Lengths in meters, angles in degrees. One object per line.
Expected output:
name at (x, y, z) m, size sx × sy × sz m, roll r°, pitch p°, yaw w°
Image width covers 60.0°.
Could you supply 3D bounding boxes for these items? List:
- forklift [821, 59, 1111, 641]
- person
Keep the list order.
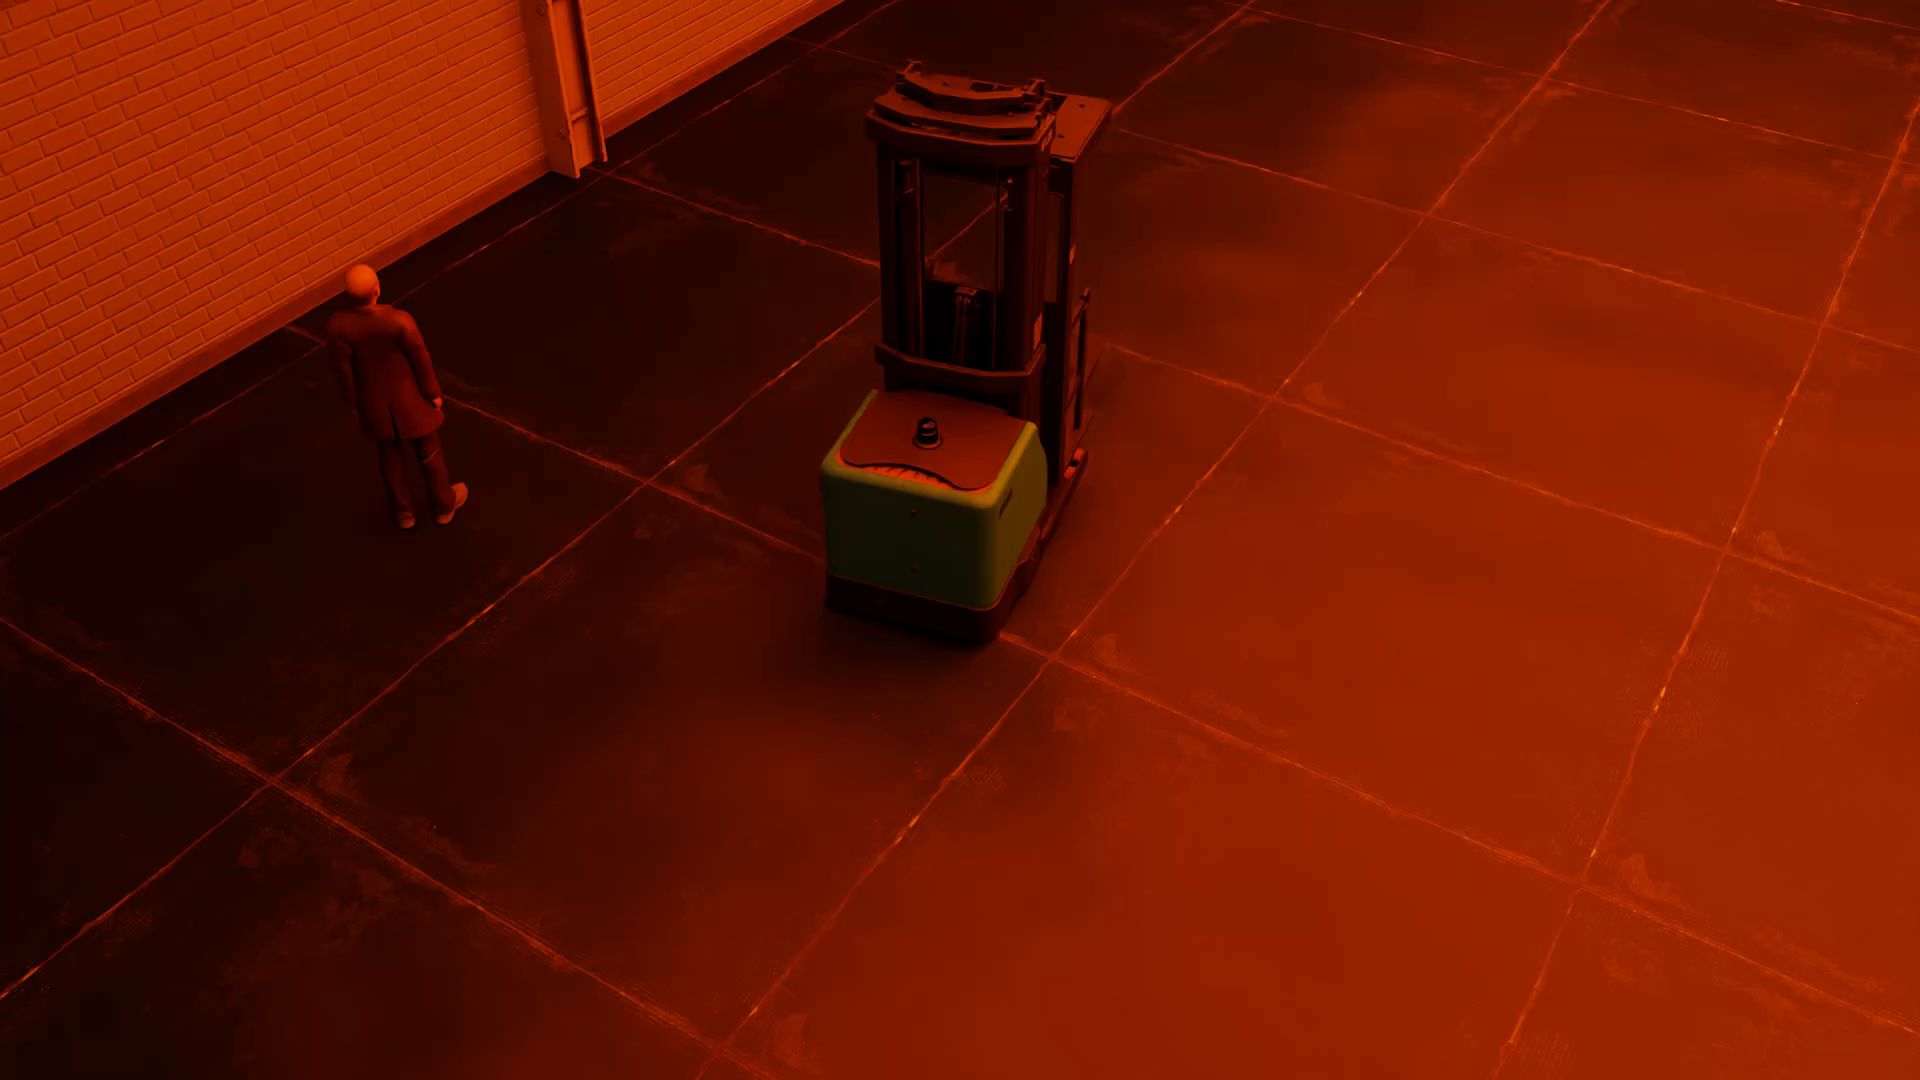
forklift at (0.190, -1.503, 9.741) m, size 1.130 × 2.935 × 3.031 m, roll 13°, pitch 42°, yaw 15°
person at (-3.360, -0.869, 9.881) m, size 0.566 × 1.783 × 0.384 m, roll -3°, pitch 40°, yaw -4°
